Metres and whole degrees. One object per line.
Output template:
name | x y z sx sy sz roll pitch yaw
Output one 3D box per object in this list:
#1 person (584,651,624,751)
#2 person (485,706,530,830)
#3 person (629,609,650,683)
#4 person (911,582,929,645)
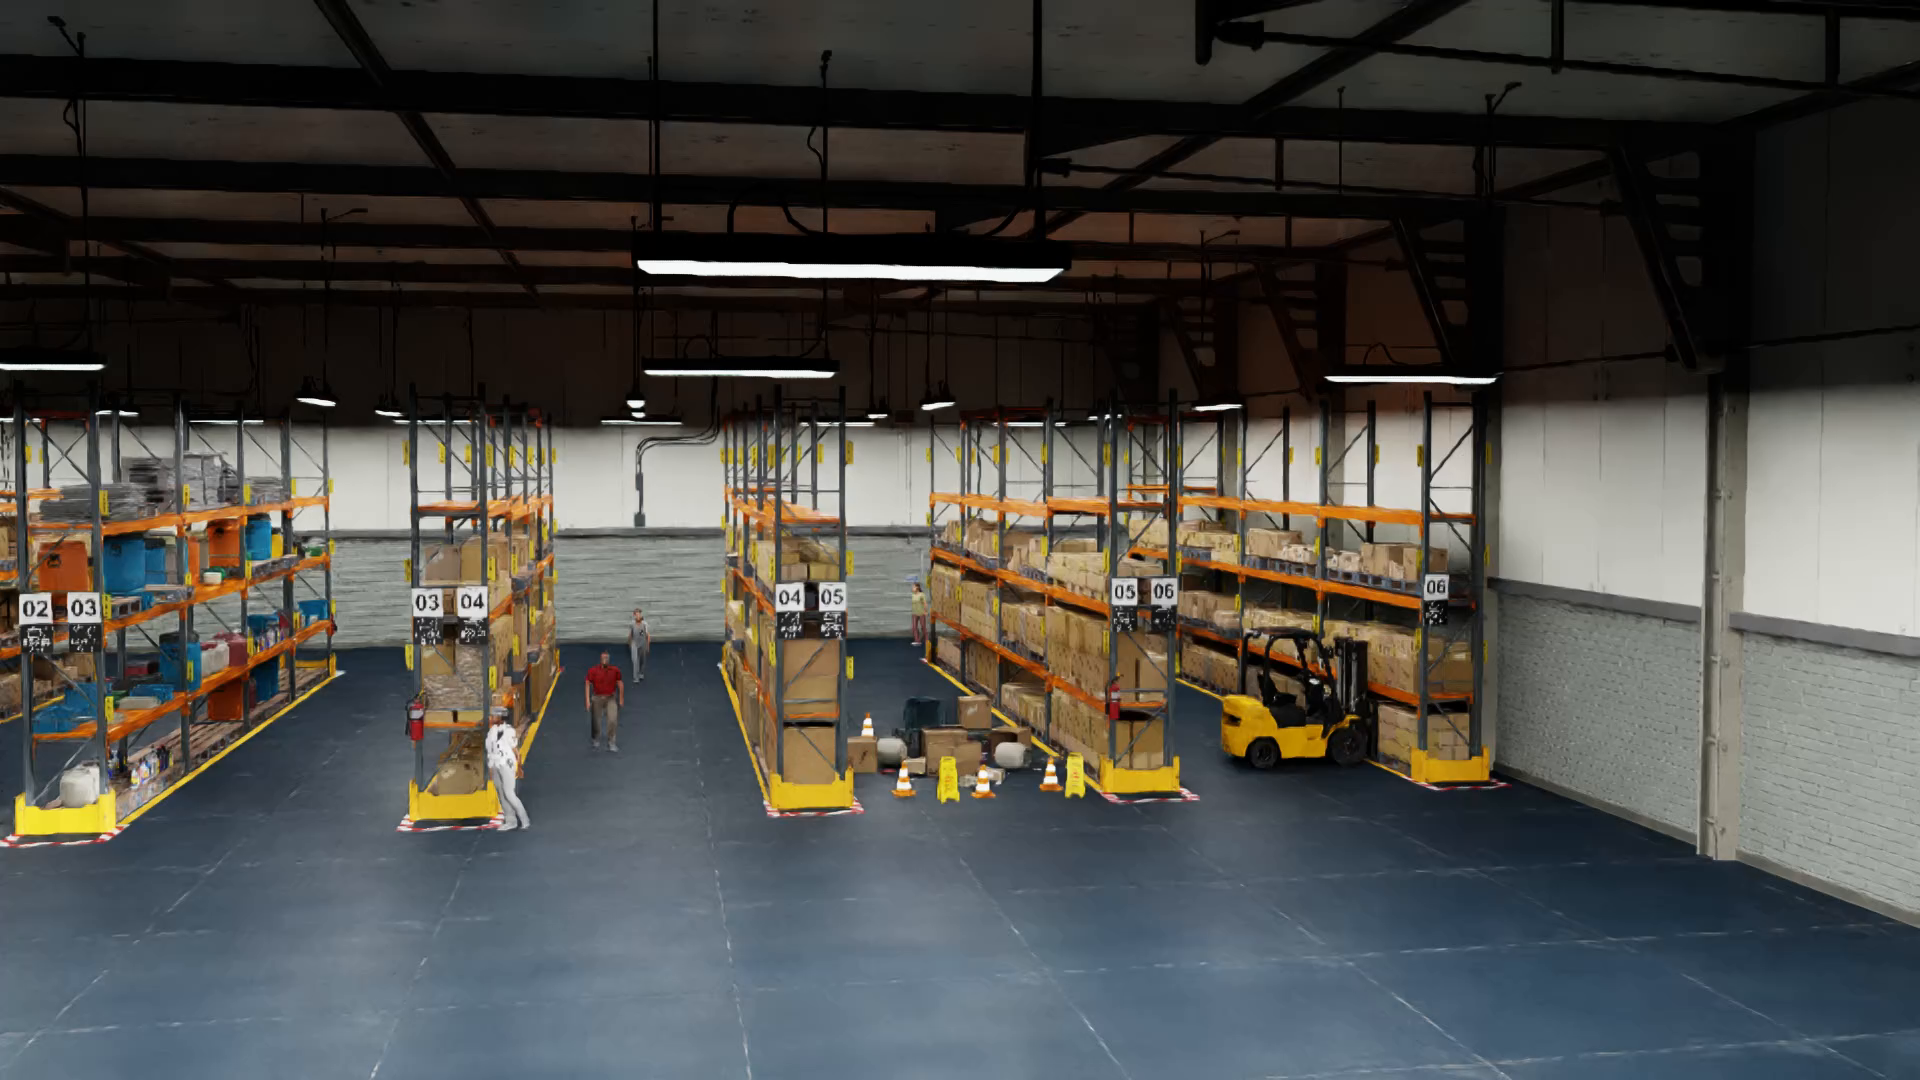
person | -6.085 2.718 28.410 0.673 1.692 0.700 -1 3 -19
person | -6.037 3.046 22.232 0.593 1.656 0.457 2 3 33
person | -7.085 2.335 36.798 0.453 1.596 1.019 -1 3 -12
person | -1.057 1.947 44.086 0.500 1.661 0.567 1 3 27
